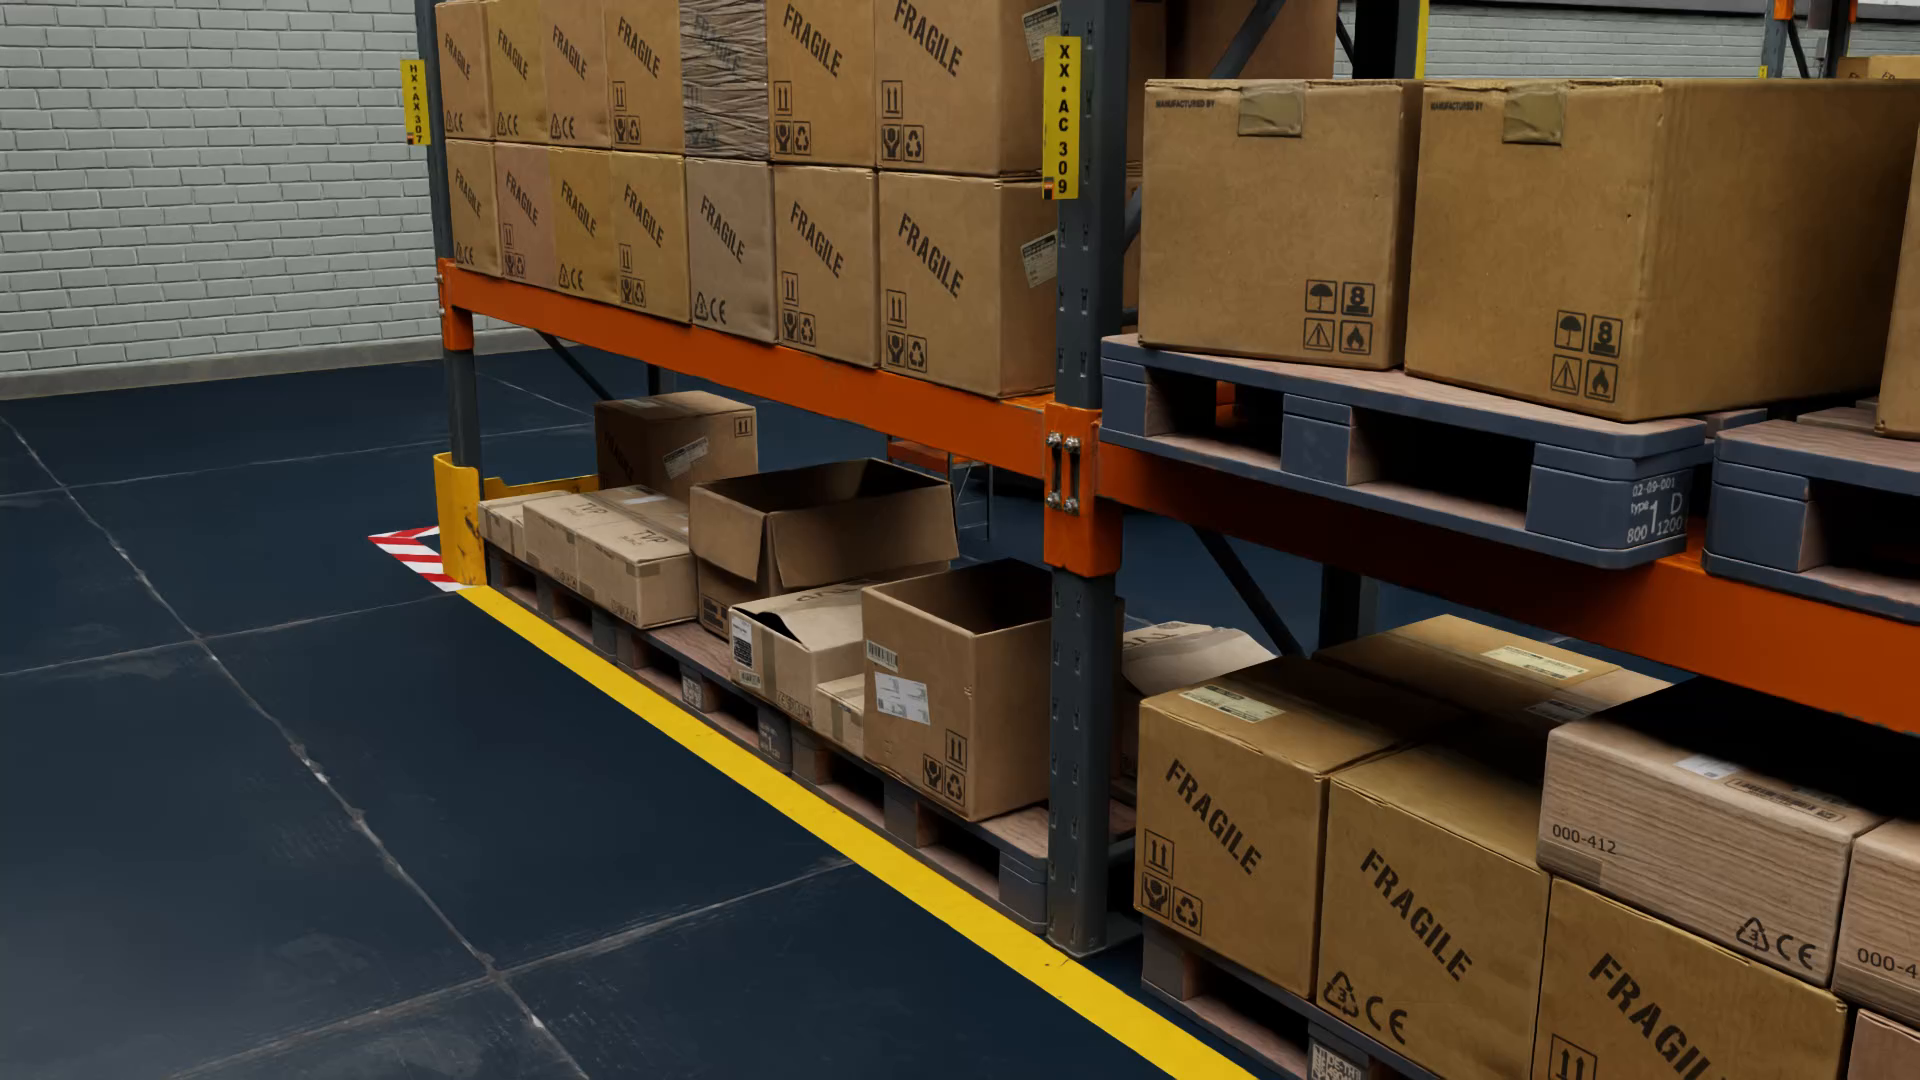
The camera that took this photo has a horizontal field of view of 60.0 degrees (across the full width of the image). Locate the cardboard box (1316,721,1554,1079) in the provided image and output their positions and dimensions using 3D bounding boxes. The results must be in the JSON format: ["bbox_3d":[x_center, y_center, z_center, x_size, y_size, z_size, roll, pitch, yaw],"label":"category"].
[{"bbox_3d":[1.057,0.708,3.208,0.500,0.500,0.500,-11,19,-34],"label":"cardboard box"}]

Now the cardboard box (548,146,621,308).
[{"bbox_3d":[-1.057,-1.088,5.681,0.500,0.500,0.500,-11,19,-35],"label":"cardboard box"}]

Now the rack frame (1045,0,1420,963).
[{"bbox_3d":[0.647,-0.539,3.862,1.000,3.000,0.127,-11,19,-35],"label":"rack frame"}]

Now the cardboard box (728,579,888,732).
[{"bbox_3d":[-0.358,0.308,5.027,0.500,0.311,0.500,-11,19,-35],"label":"cardboard box"}]

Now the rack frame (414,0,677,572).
[{"bbox_3d":[-1.705,-1.393,6.982,1.000,3.000,0.127,-11,19,-35],"label":"rack frame"}]

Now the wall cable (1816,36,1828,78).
[{"bbox_3d":[12.132,-6.381,23.283,0.588,1.984,0.122,-11,19,-35],"label":"wall cable"}]

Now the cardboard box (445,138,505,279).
[{"bbox_3d":[-1.657,-1.305,6.474,0.500,0.500,0.500,-10,18,-33],"label":"cardboard box"}]

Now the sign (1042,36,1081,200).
[{"bbox_3d":[0.213,-0.870,3.434,0.100,0.325,0.005,-11,19,-35],"label":"sign"}]

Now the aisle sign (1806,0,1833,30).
[{"bbox_3d":[6.511,-4.245,12.481,0.394,0.787,0.004,-11,19,-35],"label":"aisle sign"}]

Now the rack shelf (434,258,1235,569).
[{"bbox_3d":[-0.529,-0.619,5.517,1.077,0.370,4.000,-11,19,-35],"label":"rack shelf"}]

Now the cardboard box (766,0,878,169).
[{"bbox_3d":[-0.163,-1.246,4.362,0.500,0.500,0.500,-11,19,-36],"label":"cardboard box"}]

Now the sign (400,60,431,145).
[{"bbox_3d":[-2.144,-1.726,6.560,0.100,0.325,0.005,-11,19,-35],"label":"sign"}]

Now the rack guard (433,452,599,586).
[{"bbox_3d":[-1.660,-0.171,7.253,1.175,0.500,0.348,-11,19,-35],"label":"rack guard"}]

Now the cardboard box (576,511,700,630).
[{"bbox_3d":[-1.027,0.095,5.922,0.500,0.250,0.500,-11,19,-35],"label":"cardboard box"}]

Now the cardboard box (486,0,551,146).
[{"bbox_3d":[-1.344,-1.677,5.938,0.500,0.500,0.500,-11,19,-34],"label":"cardboard box"}]

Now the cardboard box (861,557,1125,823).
[{"bbox_3d":[0.083,0.377,4.417,0.500,0.500,0.500,-11,19,-35],"label":"cardboard box"}]

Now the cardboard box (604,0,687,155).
[{"bbox_3d":[-0.754,-1.461,5.149,0.500,0.500,0.500,-11,19,-35],"label":"cardboard box"}]

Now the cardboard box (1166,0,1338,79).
[{"bbox_3d":[0.598,-1.213,4.244,0.500,0.500,0.500,-10,18,-33],"label":"cardboard box"}]

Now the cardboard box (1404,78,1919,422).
[{"bbox_3d":[1.200,-0.516,2.796,0.700,0.500,0.500,-8,17,-26],"label":"cardboard box"}]

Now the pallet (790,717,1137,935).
[{"bbox_3d":[0.244,0.660,4.766,1.003,0.211,1.213,-11,19,-35],"label":"pallet"}]

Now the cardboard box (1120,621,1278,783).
[{"bbox_3d":[0.575,0.423,4.609,0.500,0.311,0.500,-11,19,-35],"label":"cardboard box"}]

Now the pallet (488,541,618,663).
[{"bbox_3d":[-1.191,0.139,6.670,1.003,0.211,1.213,-11,19,-35],"label":"pallet"}]

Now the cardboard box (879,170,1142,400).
[{"bbox_3d":[0.146,-0.654,4.093,0.500,0.500,0.500,-10,18,-34],"label":"cardboard box"}]

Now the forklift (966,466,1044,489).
[{"bbox_3d":[1.246,-1.930,9.075,1.130,2.935,3.031,10,18,31],"label":"forklift"}]

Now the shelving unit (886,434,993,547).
[{"bbox_3d":[-0.097,-0.614,7.547,0.258,1.200,0.503,-11,19,-35],"label":"shelving unit"}]

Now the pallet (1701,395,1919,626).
[{"bbox_3d":[1.852,-0.006,2.281,1.003,0.211,1.213,-11,19,-35],"label":"pallet"}]

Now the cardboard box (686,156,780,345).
[{"bbox_3d":[-0.463,-0.873,4.894,0.500,0.500,0.500,-10,18,-33],"label":"cardboard box"}]

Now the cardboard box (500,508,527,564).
[{"bbox_3d":[-1.590,-0.042,6.582,0.380,0.166,0.250,-11,19,-35],"label":"cardboard box"}]

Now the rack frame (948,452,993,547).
[{"bbox_3d":[0.046,-0.562,7.356,0.240,1.200,0.015,-11,19,-35],"label":"rack frame"}]

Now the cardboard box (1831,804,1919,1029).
[{"bbox_3d":[1.618,0.555,2.348,0.500,0.250,0.500,-11,19,-36],"label":"cardboard box"}]

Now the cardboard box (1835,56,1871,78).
[{"bbox_3d":[6.809,-3.299,12.248,0.500,0.500,0.500,-11,19,-34],"label":"cardboard box"}]

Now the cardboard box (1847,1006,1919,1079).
[{"bbox_3d":[1.642,0.924,2.419,0.500,0.500,0.500,-12,19,-37],"label":"cardboard box"}]

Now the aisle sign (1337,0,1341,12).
[{"bbox_3d":[2.021,-3.384,9.333,0.394,0.787,0.004,-11,19,-35],"label":"aisle sign"}]

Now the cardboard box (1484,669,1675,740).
[{"bbox_3d":[1.453,0.623,3.521,0.500,0.500,0.500,-11,19,-34],"label":"cardboard box"}]
